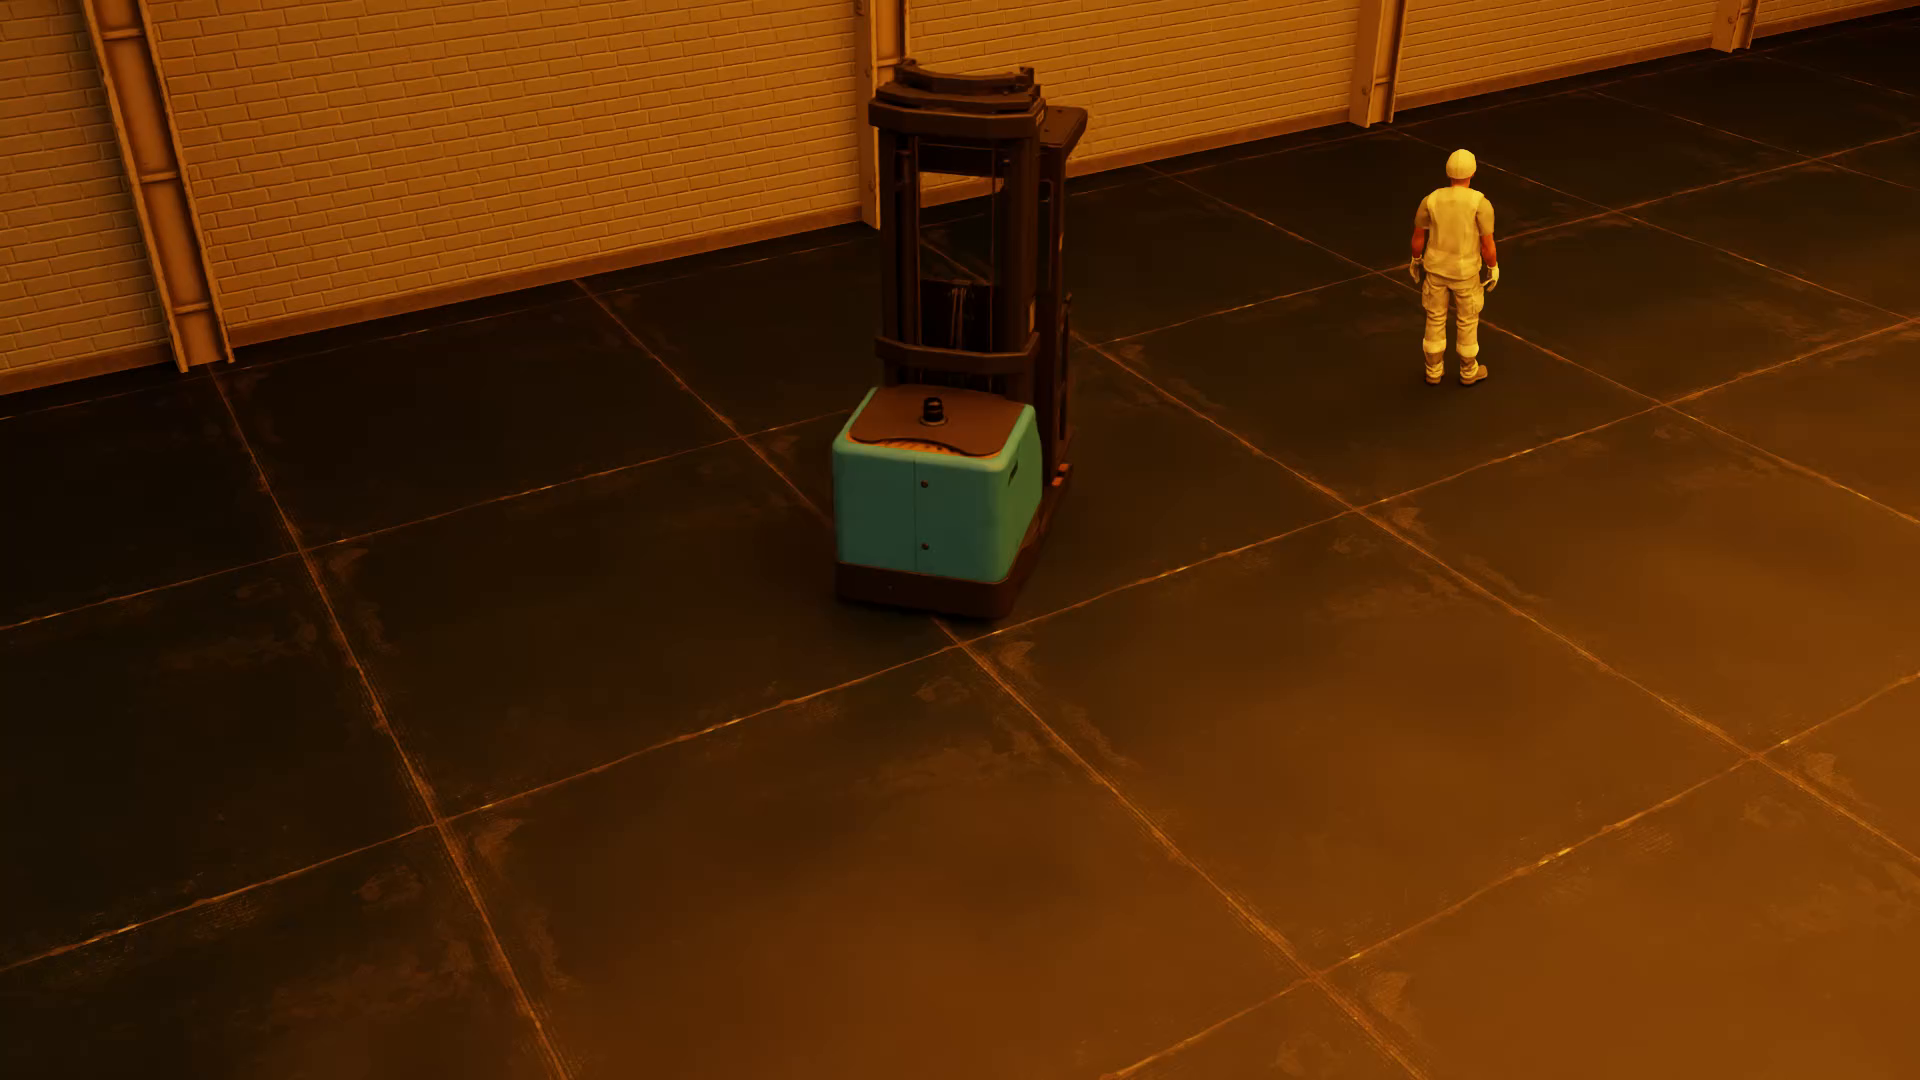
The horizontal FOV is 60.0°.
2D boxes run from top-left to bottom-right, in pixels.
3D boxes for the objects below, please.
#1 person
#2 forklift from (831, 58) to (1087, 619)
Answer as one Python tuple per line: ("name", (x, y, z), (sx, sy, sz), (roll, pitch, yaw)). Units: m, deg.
("person", (3.600, -1.984, 12.058), (0.638, 1.787, 0.564), (18, 35, 27))
("forklift", (0.128, -1.549, 10.234), (1.130, 2.935, 3.031), (8, 32, 13))
